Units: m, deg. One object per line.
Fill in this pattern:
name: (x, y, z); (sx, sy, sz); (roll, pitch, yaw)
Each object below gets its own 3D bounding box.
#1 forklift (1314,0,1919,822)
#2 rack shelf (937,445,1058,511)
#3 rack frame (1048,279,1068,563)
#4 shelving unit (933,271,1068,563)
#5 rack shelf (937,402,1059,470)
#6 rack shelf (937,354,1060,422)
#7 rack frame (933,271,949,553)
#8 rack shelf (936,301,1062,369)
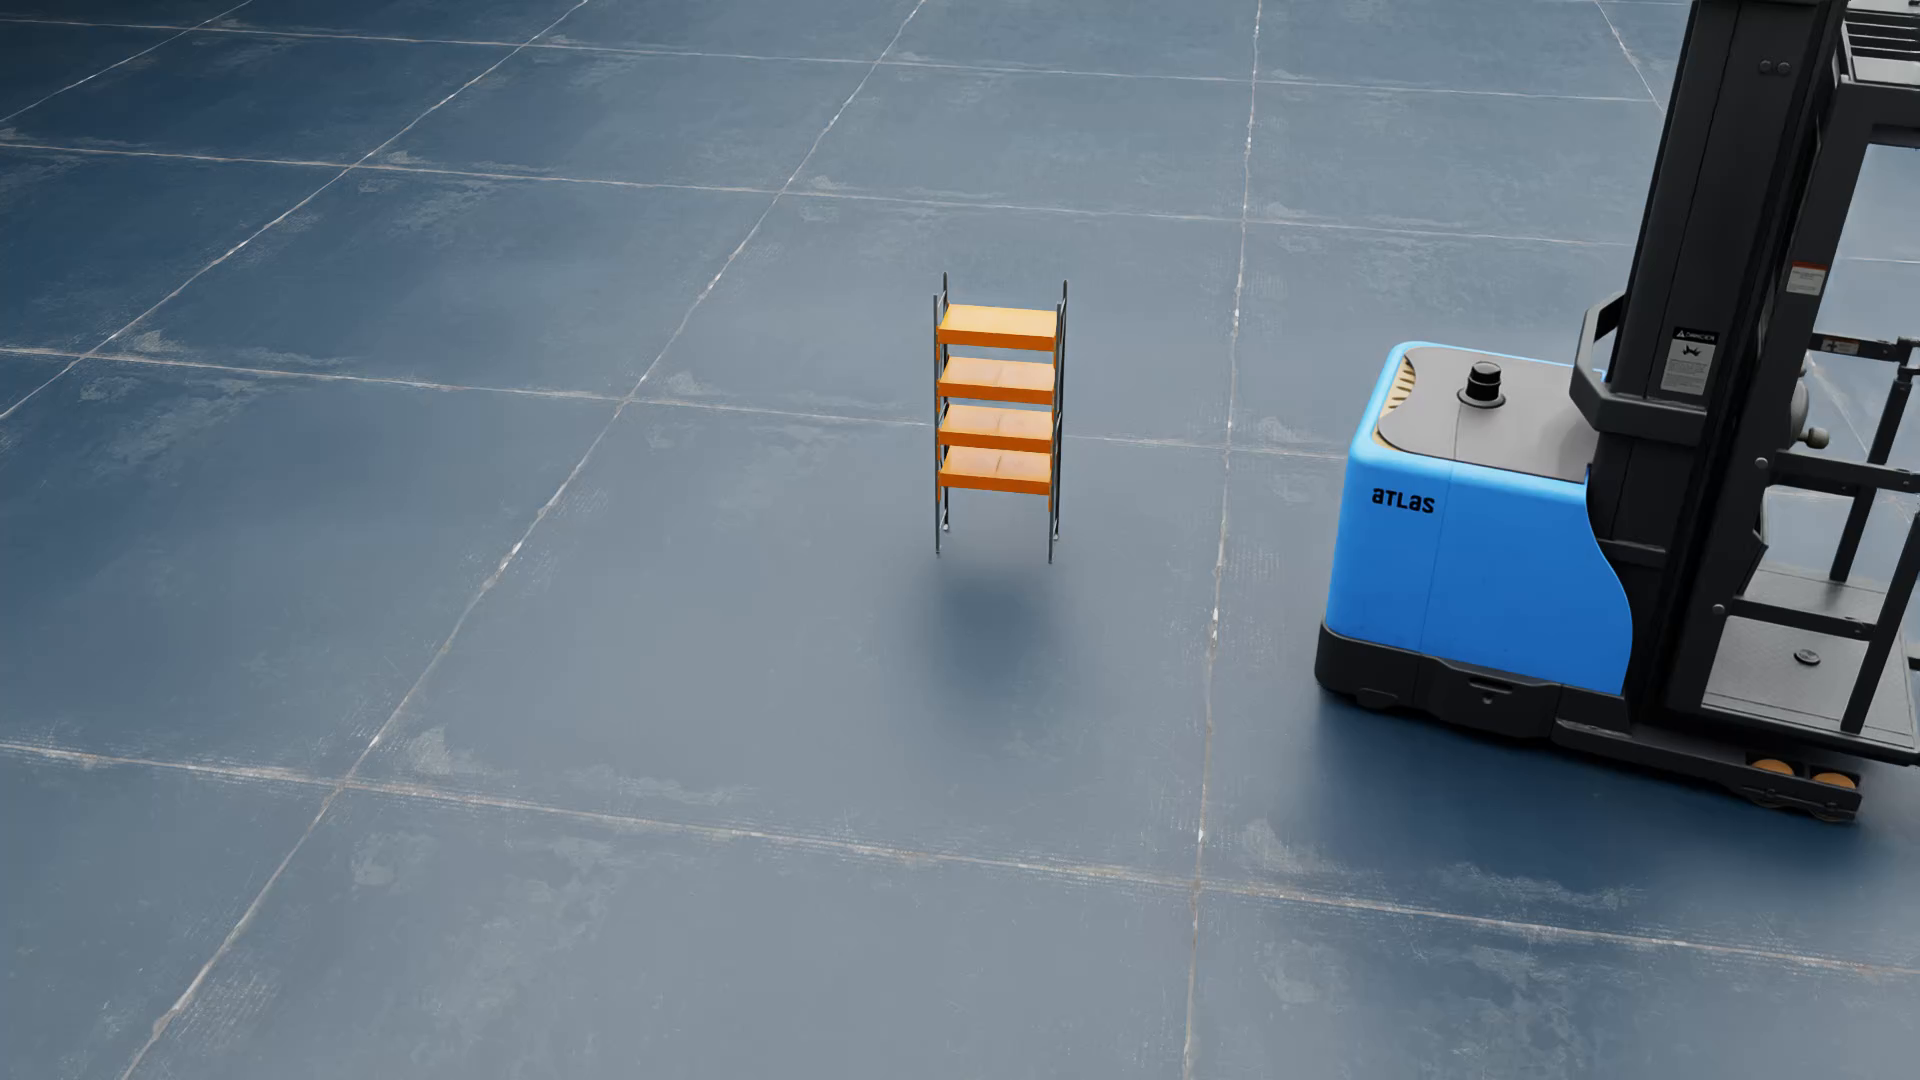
forklift: (2.911, -0.597, 5.441); (3.031, 2.935, 1.130); (12, 34, 18)
rack shelf: (0.163, -0.268, 7.049); (0.480, 0.148, 0.258); (5, 32, 8)
rack frame: (0.404, -0.472, 6.873); (0.015, 1.200, 0.240); (5, 32, 8)
shelving unit: (0.163, -0.494, 6.908); (0.503, 1.200, 0.258); (5, 32, 8)
rack shelf: (0.163, -0.437, 6.944); (0.480, 0.148, 0.258); (5, 32, 8)
rack shelf: (0.163, -0.626, 6.825); (0.480, 0.148, 0.258); (5, 32, 8)
rack frame: (-0.077, -0.516, 6.943); (0.015, 1.200, 0.240); (5, 32, 8)
rack shelf: (0.163, -0.827, 6.700); (0.480, 0.148, 0.258); (5, 32, 8)
